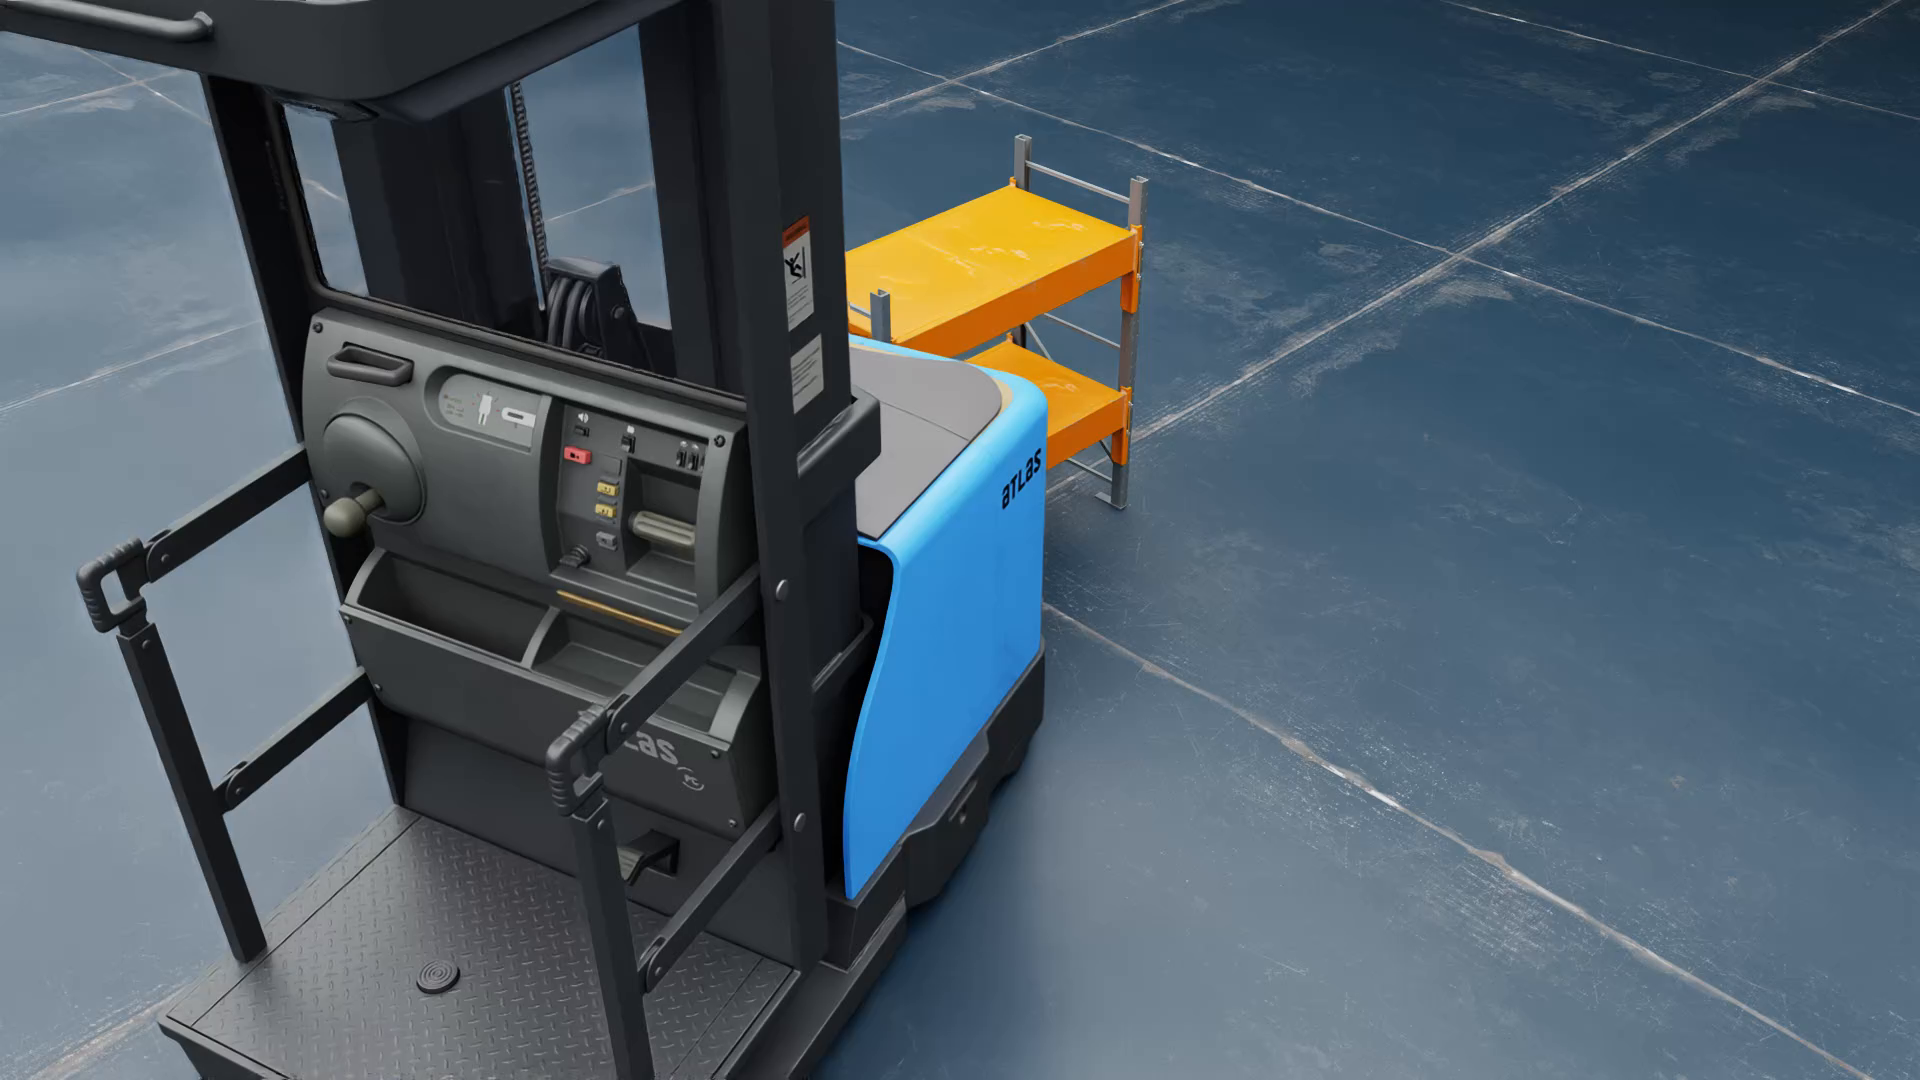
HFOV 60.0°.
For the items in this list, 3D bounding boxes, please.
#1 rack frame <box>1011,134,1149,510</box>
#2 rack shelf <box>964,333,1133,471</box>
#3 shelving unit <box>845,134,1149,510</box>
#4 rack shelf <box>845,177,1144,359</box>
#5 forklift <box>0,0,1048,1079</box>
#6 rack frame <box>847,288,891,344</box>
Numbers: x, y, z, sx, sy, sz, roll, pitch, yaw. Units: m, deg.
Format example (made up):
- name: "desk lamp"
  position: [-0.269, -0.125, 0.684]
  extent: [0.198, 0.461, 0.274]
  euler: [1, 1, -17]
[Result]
- name: "rack frame"
  position: [0.353, -0.665, 5.220]
  extent: [0.500, 1.125, 0.032]
  euler: [30, 45, 35]
- name: "rack shelf"
  position: [-0.005, -0.258, 5.064]
  extent: [0.538, 0.278, 1.000]
  euler: [30, 45, 35]
- name: "shelving unit"
  position: [-0.005, -0.459, 4.924]
  extent: [0.538, 1.125, 1.048]
  euler: [30, 45, 35]
- name: "rack shelf"
  position: [-0.005, -0.699, 4.757]
  extent: [0.538, 0.278, 1.000]
  euler: [30, 45, 35]
- name: "forklift"
  position: [-0.893, -0.069, 2.787]
  extent: [1.130, 2.935, 3.031]
  euler: [16, 38, 22]
- name: "rack frame"
  position: [-0.363, -0.252, 4.628]
  extent: [0.500, 1.125, 0.032]
  euler: [30, 45, 35]
